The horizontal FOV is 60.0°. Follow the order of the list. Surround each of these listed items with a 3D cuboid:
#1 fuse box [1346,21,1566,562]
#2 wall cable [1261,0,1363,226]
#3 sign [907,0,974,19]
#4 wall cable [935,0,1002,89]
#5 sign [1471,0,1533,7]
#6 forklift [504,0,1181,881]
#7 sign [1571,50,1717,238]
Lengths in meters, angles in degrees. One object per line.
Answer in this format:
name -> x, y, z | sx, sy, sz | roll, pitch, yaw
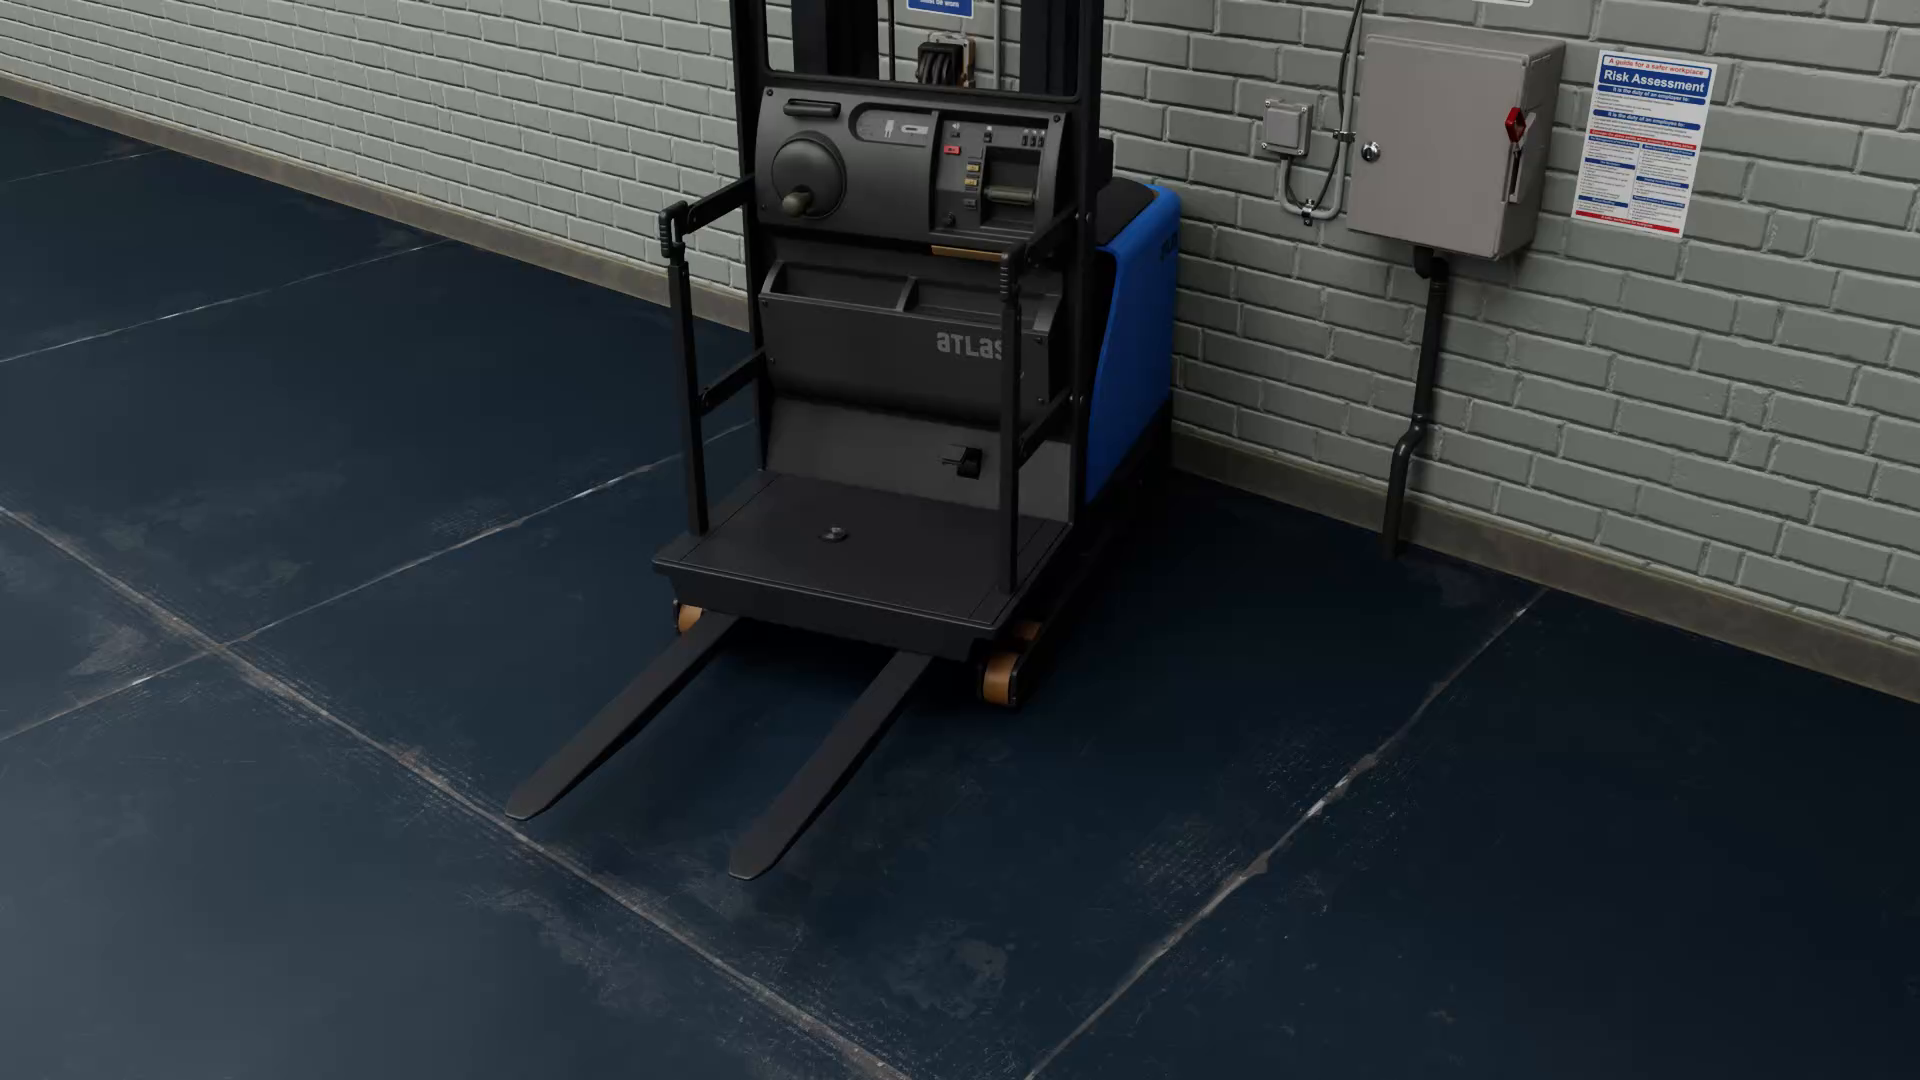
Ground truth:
fuse box -> 1.451, -0.682, 5.207 | 0.539, 1.711, 0.414 | 21, 34, 34
wall cable -> 1.025, -1.961, 5.171 | 0.588, 1.984, 0.122 | 21, 34, 34
sign -> -0.075, -2.076, 6.205 | 0.327, 0.218, 0.001 | 21, 34, 34
wall cable -> -0.077, -2.386, 5.957 | 0.585, 1.953, 0.123 | 21, 34, 34
sign -> 1.540, -1.711, 4.894 | 0.339, 0.242, 0.001 | 21, 34, 34
forklift -> -0.229, -1.035, 4.561 | 1.130, 2.935, 3.031 | 10, 29, 19
sign -> 1.964, -1.142, 4.796 | 0.329, 0.494, 0.001 | 21, 34, 34
